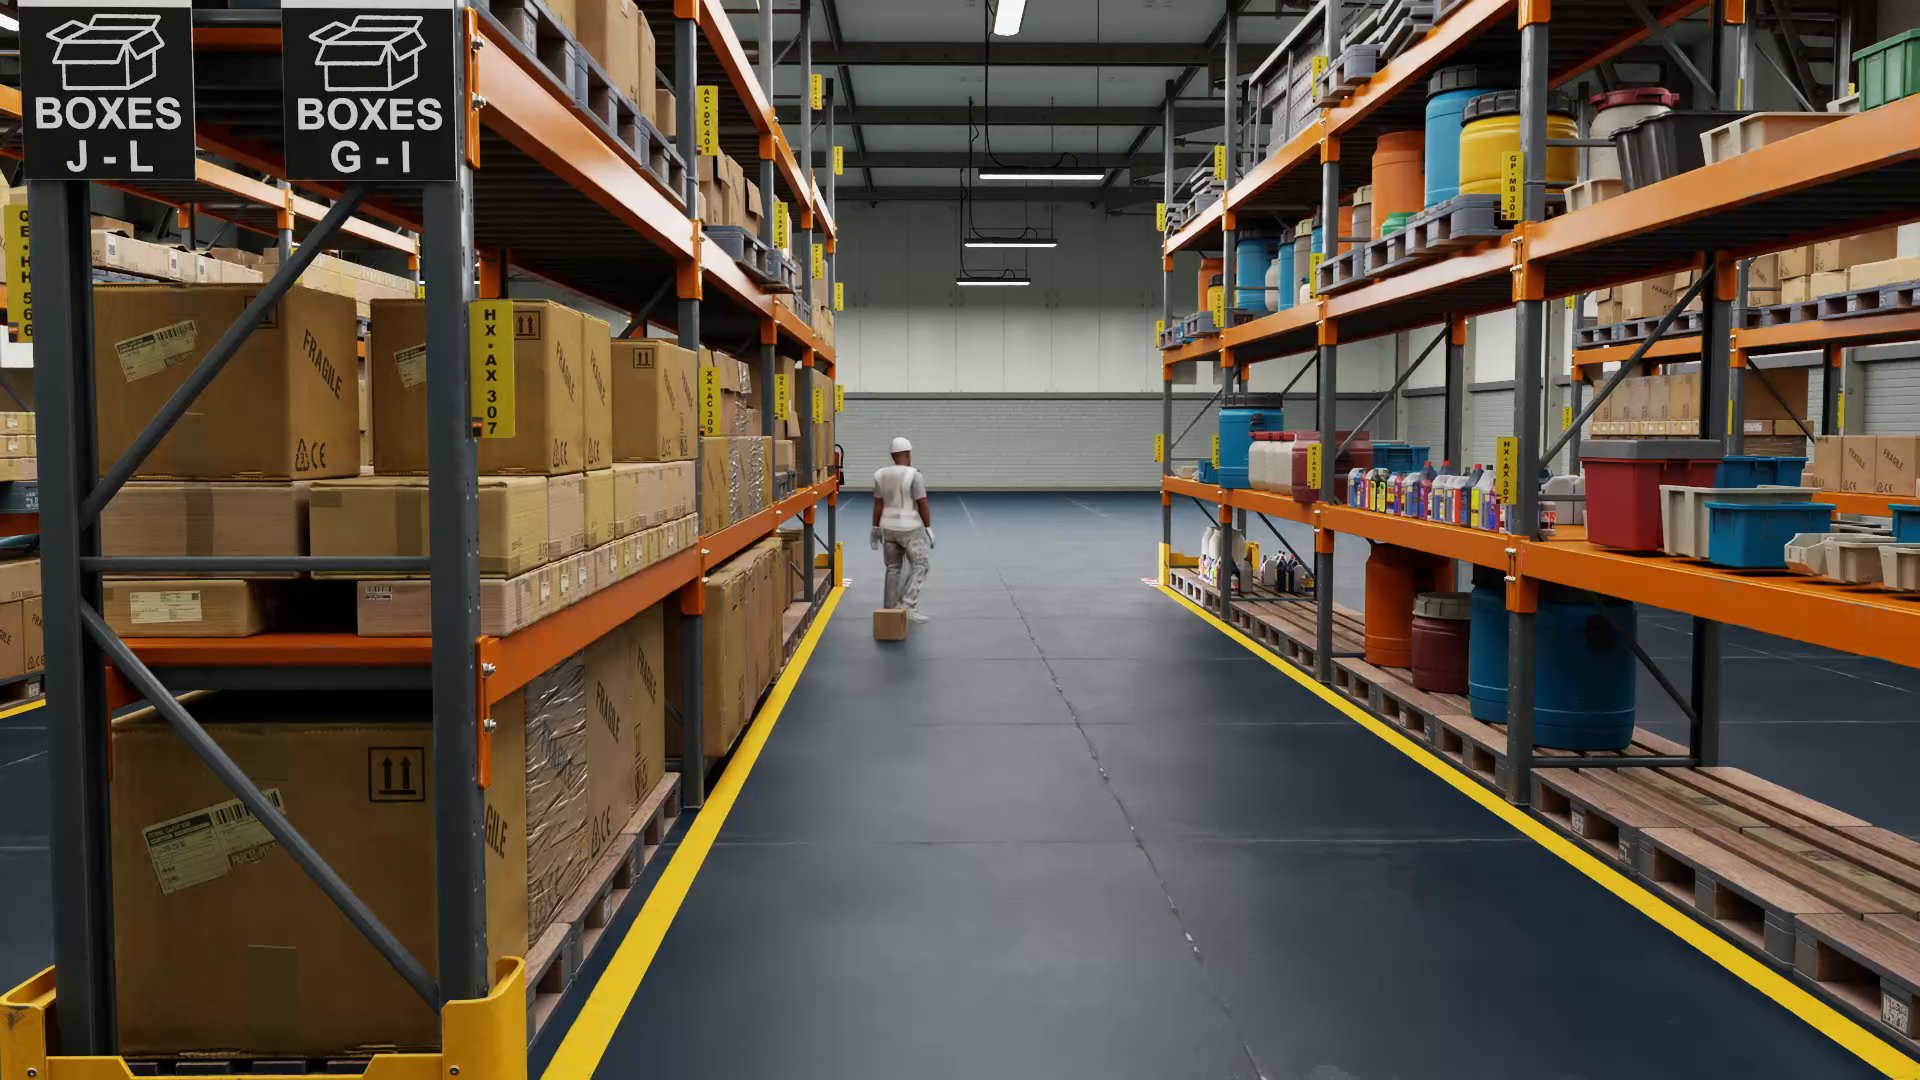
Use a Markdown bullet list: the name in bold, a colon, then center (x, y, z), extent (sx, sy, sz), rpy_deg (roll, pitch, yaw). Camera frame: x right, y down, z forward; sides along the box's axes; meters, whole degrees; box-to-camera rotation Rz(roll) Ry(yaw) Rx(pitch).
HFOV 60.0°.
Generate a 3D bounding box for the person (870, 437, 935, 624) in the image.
- **person**: center (-0.514, -0.076, 15.640), extent (0.747, 1.775, 0.518), rpy_deg (3, 5, 35)
